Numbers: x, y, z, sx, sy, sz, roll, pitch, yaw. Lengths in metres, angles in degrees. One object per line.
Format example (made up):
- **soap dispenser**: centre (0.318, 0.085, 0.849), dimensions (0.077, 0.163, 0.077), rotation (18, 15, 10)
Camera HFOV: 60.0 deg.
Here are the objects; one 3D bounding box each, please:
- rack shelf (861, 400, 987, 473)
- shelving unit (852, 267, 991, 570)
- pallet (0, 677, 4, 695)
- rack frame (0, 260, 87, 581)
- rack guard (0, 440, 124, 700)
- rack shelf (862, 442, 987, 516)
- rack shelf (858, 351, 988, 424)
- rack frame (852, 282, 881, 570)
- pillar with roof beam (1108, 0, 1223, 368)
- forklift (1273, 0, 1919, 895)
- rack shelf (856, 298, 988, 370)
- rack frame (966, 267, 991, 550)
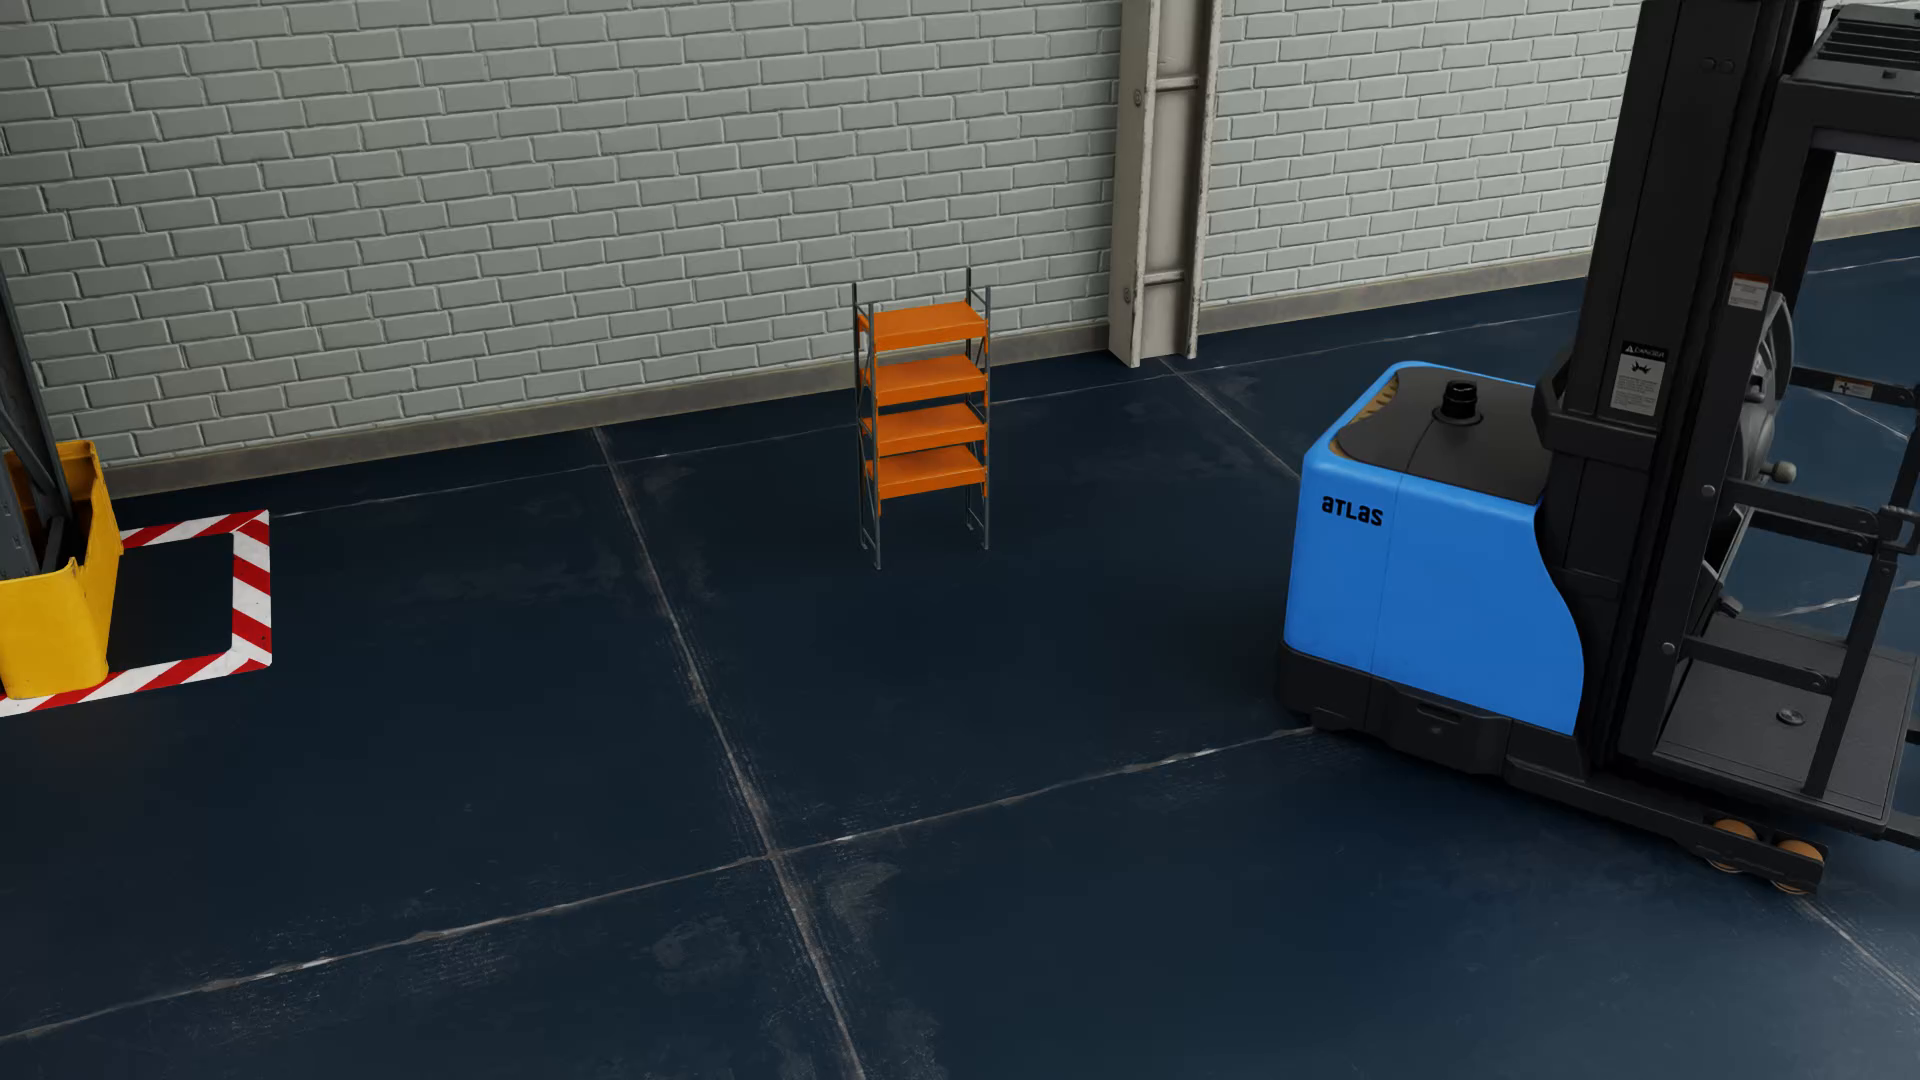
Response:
- **rack shelf**: centre (-0.155, -0.434, 6.936), dimensions (0.480, 0.148, 0.258), rotation (-10, 31, -18)
- **shelving unit**: centre (-0.155, -0.493, 6.903), dimensions (0.503, 1.200, 0.258), rotation (-10, 31, -18)
- **pallet**: centre (-4.320, 0.370, 6.387), dimensions (1.213, 0.211, 1.003), rotation (-10, 31, -18)
- **rack frame**: centre (-3.617, -0.993, 5.962), dimensions (0.127, 3.000, 1.000), rotation (-10, 31, -18)
- **rack guard**: centre (-3.595, 0.089, 6.588), dimensions (0.348, 0.500, 1.175), rotation (-10, 31, -18)
- **rack shelf**: centre (-0.155, -0.262, 7.034), dimensions (0.480, 0.148, 0.258), rotation (-10, 31, -18)
- **rack shelf**: centre (-0.155, -0.629, 6.825), dimensions (0.480, 0.148, 0.258), rotation (-10, 31, -18)
- **rack frame**: centre (-0.384, -0.451, 6.829), dimensions (0.015, 1.200, 0.240), rotation (-10, 31, -18)
- **pillar with roof beam**: centre (2.540, -2.936, 3.312), dimensions (0.400, 9.000, 9.100), rotation (-10, 31, -18)
- **forklift**: centre (2.674, -0.452, 5.082), dimensions (3.031, 2.935, 1.130), rotation (17, 34, 27)
- **rack shelf**: centre (-0.155, -0.834, 6.708), dimensions (0.480, 0.148, 0.258), rotation (-10, 31, -18)
- **rack frame**: centre (0.074, -0.535, 6.977), dimensions (0.015, 1.200, 0.240), rotation (-10, 31, -18)
